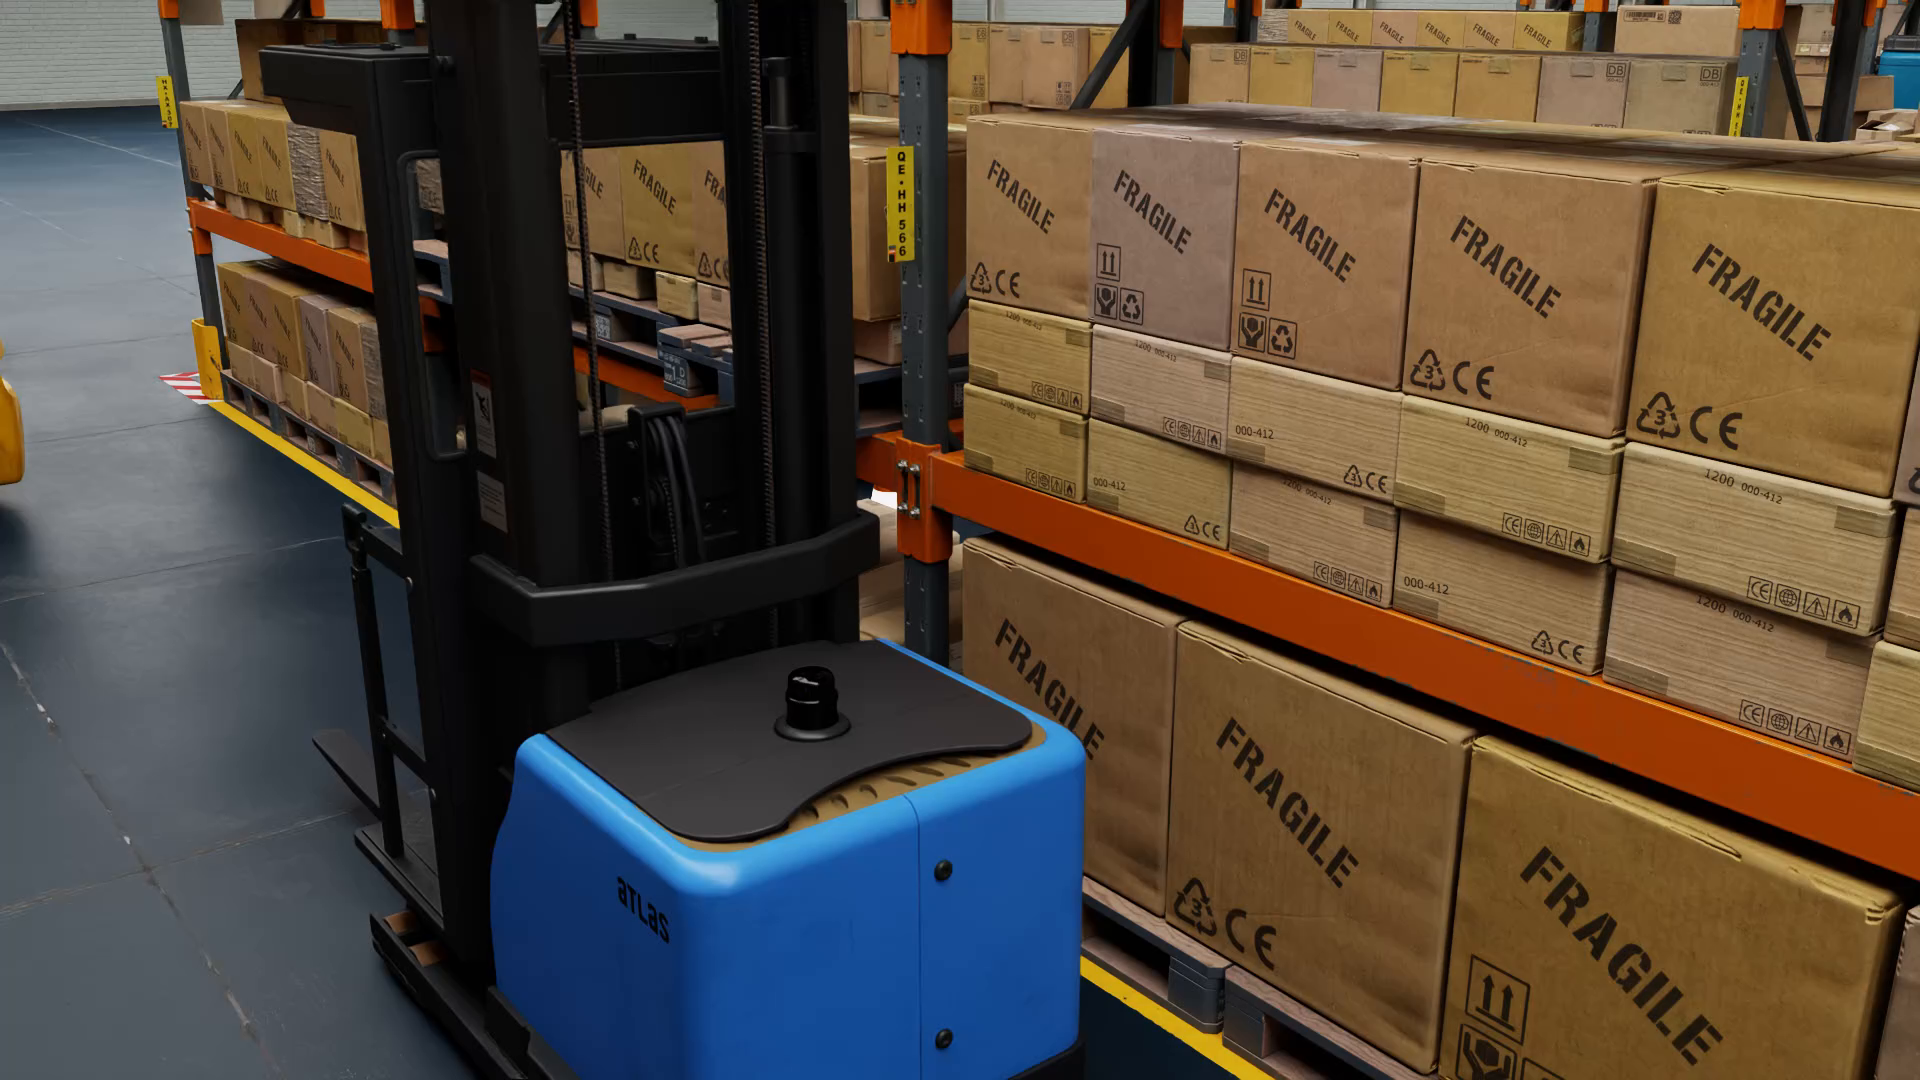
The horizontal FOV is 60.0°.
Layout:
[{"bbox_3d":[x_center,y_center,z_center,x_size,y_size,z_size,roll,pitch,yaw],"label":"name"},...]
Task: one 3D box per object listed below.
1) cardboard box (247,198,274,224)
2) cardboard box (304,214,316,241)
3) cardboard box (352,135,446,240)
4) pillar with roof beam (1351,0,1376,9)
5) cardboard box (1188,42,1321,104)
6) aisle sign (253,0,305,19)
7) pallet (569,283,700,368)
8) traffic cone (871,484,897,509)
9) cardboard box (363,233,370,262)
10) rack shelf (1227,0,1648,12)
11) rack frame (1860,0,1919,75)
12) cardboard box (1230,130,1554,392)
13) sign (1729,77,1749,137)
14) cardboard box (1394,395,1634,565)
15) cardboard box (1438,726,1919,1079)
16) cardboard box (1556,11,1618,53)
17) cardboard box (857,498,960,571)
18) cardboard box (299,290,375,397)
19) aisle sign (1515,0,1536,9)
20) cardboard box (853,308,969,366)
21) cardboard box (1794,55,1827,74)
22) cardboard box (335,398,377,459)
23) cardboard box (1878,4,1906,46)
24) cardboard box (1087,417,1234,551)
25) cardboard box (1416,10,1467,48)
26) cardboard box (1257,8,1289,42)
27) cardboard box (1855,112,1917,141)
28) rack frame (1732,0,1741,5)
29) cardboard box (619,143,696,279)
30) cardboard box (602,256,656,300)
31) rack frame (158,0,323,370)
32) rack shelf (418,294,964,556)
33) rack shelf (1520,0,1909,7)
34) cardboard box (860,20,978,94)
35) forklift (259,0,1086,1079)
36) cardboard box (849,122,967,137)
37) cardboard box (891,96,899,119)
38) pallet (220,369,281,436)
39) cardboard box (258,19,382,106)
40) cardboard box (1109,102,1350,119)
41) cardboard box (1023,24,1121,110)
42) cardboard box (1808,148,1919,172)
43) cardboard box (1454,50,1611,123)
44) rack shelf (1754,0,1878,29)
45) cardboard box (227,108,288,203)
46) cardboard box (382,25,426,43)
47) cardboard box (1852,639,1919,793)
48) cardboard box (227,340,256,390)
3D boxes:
[{"bbox_3d":[-4.090,-2.022,10.096,0.380,0.149,0.250,-13,22,-35],"label":"cardboard box"},{"bbox_3d":[-3.440,-1.768,9.330,0.380,0.149,0.250,-14,23,-37],"label":"cardboard box"},{"bbox_3d":[-2.703,-1.799,8.390,0.500,0.500,0.500,-15,23,-37],"label":"cardboard box"},{"bbox_3d":[4.989,-12.330,31.283,9.100,9.000,0.400,-14,23,-36],"label":"pillar with roof beam"},{"bbox_3d":[1.898,-2.941,10.722,0.700,0.500,0.500,-14,23,-37],"label":"cardboard box"},{"bbox_3d":[-4.527,-3.841,11.054,0.394,0.787,0.004,-14,23,-36],"label":"aisle sign"},{"bbox_3d":[-1.010,-0.952,6.771,1.003,0.211,1.213,-14,23,-36],"label":"pallet"},{"bbox_3d":[-0.365,-0.312,8.570,0.336,0.463,0.334,-14,23,-36],"label":"traffic cone"},{"bbox_3d":[-2.831,-1.510,8.549,0.380,0.149,0.250,-13,23,-35],"label":"cardboard box"},{"bbox_3d":[4.294,-5.058,15.239,1.077,0.370,4.000,-14,23,-36],"label":"rack shelf"},{"bbox_3d":[9.419,-4.450,17.029,1.000,3.000,0.127,-14,23,-36],"label":"rack frame"},{"bbox_3d":[0.991,-0.665,3.850,0.500,0.500,0.500,-13,22,-35],"label":"cardboard box"},{"bbox_3d":[3.636,-1.995,7.773,0.100,0.325,0.005,-14,23,-36],"label":"sign"},{"bbox_3d":[1.297,-0.176,3.566,0.500,0.250,0.500,-13,23,-35],"label":"cardboard box"},{"bbox_3d":[1.720,0.873,3.665,0.875,0.875,0.875,-13,22,-35],"label":"cardboard box"},{"bbox_3d":[5.456,-4.307,14.375,0.500,0.500,0.500,-14,23,-36],"label":"cardboard box"},{"bbox_3d":[-0.556,0.163,6.610,0.950,0.372,0.625,-15,23,-37],"label":"cardboard box"},{"bbox_3d":[-3.445,-1.143,9.555,0.500,0.500,0.500,-13,22,-33],"label":"cardboard box"},{"bbox_3d":[6.661,-6.630,19.478,0.394,0.787,0.004,-14,23,-36],"label":"aisle sign"},{"bbox_3d":[-0.137,-0.678,5.371,0.380,0.149,0.250,-13,22,-34],"label":"cardboard box"},{"bbox_3d":[11.430,-6.203,22.164,0.700,0.500,0.500,-13,22,-35],"label":"cardboard box"},{"bbox_3d":[-3.148,-0.665,9.307,0.500,0.250,0.500,-15,23,-38],"label":"cardboard box"},{"bbox_3d":[12.089,-6.558,21.173,0.700,0.500,0.500,-14,23,-36],"label":"cardboard box"},{"bbox_3d":[0.691,-0.199,4.431,0.500,0.250,0.500,-15,23,-38],"label":"cardboard box"},{"bbox_3d":[4.420,-4.450,14.807,0.500,0.500,0.500,-14,23,-36],"label":"cardboard box"},{"bbox_3d":[3.181,-4.943,16.297,0.500,0.500,0.500,-14,23,-36],"label":"cardboard box"},{"bbox_3d":[6.773,-2.991,12.170,0.396,0.266,0.258,-15,23,-38],"label":"cardboard box"},{"bbox_3d":[10.820,-6.401,22.922,1.000,3.000,0.127,-14,23,-36],"label":"rack frame"},{"bbox_3d":[-0.893,-1.258,6.091,0.500,0.500,0.500,-16,24,-40],"label":"cardboard box"},{"bbox_3d":[-1.161,-1.045,6.477,0.380,0.149,0.250,-15,23,-38],"label":"cardboard box"},{"bbox_3d":[-4.716,-2.535,11.245,1.000,3.000,0.127,-14,23,-36],"label":"rack frame"},{"bbox_3d":[-0.990,-0.715,6.893,1.077,0.370,4.000,-14,23,-36],"label":"rack shelf"},{"bbox_3d":[8.177,-6.025,18.159,1.077,0.370,4.000,-14,23,-36],"label":"rack shelf"},{"bbox_3d":[-0.284,-3.893,13.391,0.875,0.550,0.550,-14,23,-36],"label":"cardboard box"},{"bbox_3d":[-1.009,-0.213,4.342,1.130,2.935,3.031,-14,23,-36],"label":"forklift"},{"bbox_3d":[-0.176,-1.234,6.018,0.500,0.500,0.500,-13,22,-33],"label":"cardboard box"},{"bbox_3d":[-0.024,-3.220,13.078,0.875,0.550,0.550,-14,23,-36],"label":"cardboard box"},{"bbox_3d":[-4.192,-0.985,11.001,1.003,0.211,1.213,-14,23,-36],"label":"pallet"},{"bbox_3d":[-3.919,-2.988,10.393,0.700,0.500,0.500,-14,23,-36],"label":"cardboard box"},{"bbox_3d":[0.777,-1.009,4.888,0.500,0.500,0.500,-15,23,-38],"label":"cardboard box"},{"bbox_3d":[0.951,-3.334,11.704,0.875,0.550,0.550,-14,23,-36],"label":"cardboard box"},{"bbox_3d":[2.040,-0.508,3.376,0.500,0.500,0.500,-15,23,-37],"label":"cardboard box"},{"bbox_3d":[3.163,-2.439,9.208,0.700,0.500,0.500,-14,23,-37],"label":"cardboard box"},{"bbox_3d":[5.311,-2.144,6.438,1.077,0.370,4.000,-14,23,-36],"label":"rack shelf"},{"bbox_3d":[-3.998,-2.300,9.905,0.500,0.500,0.500,-15,23,-37],"label":"cardboard box"},{"bbox_3d":[-2.635,-2.493,8.897,0.700,0.500,0.500,-14,23,-36],"label":"cardboard box"},{"bbox_3d":[1.943,0.306,2.904,0.500,0.250,0.500,-14,23,-37],"label":"cardboard box"},{"bbox_3d":[-4.432,-1.176,10.848,0.500,0.250,0.500,-14,23,-37],"label":"cardboard box"}]
